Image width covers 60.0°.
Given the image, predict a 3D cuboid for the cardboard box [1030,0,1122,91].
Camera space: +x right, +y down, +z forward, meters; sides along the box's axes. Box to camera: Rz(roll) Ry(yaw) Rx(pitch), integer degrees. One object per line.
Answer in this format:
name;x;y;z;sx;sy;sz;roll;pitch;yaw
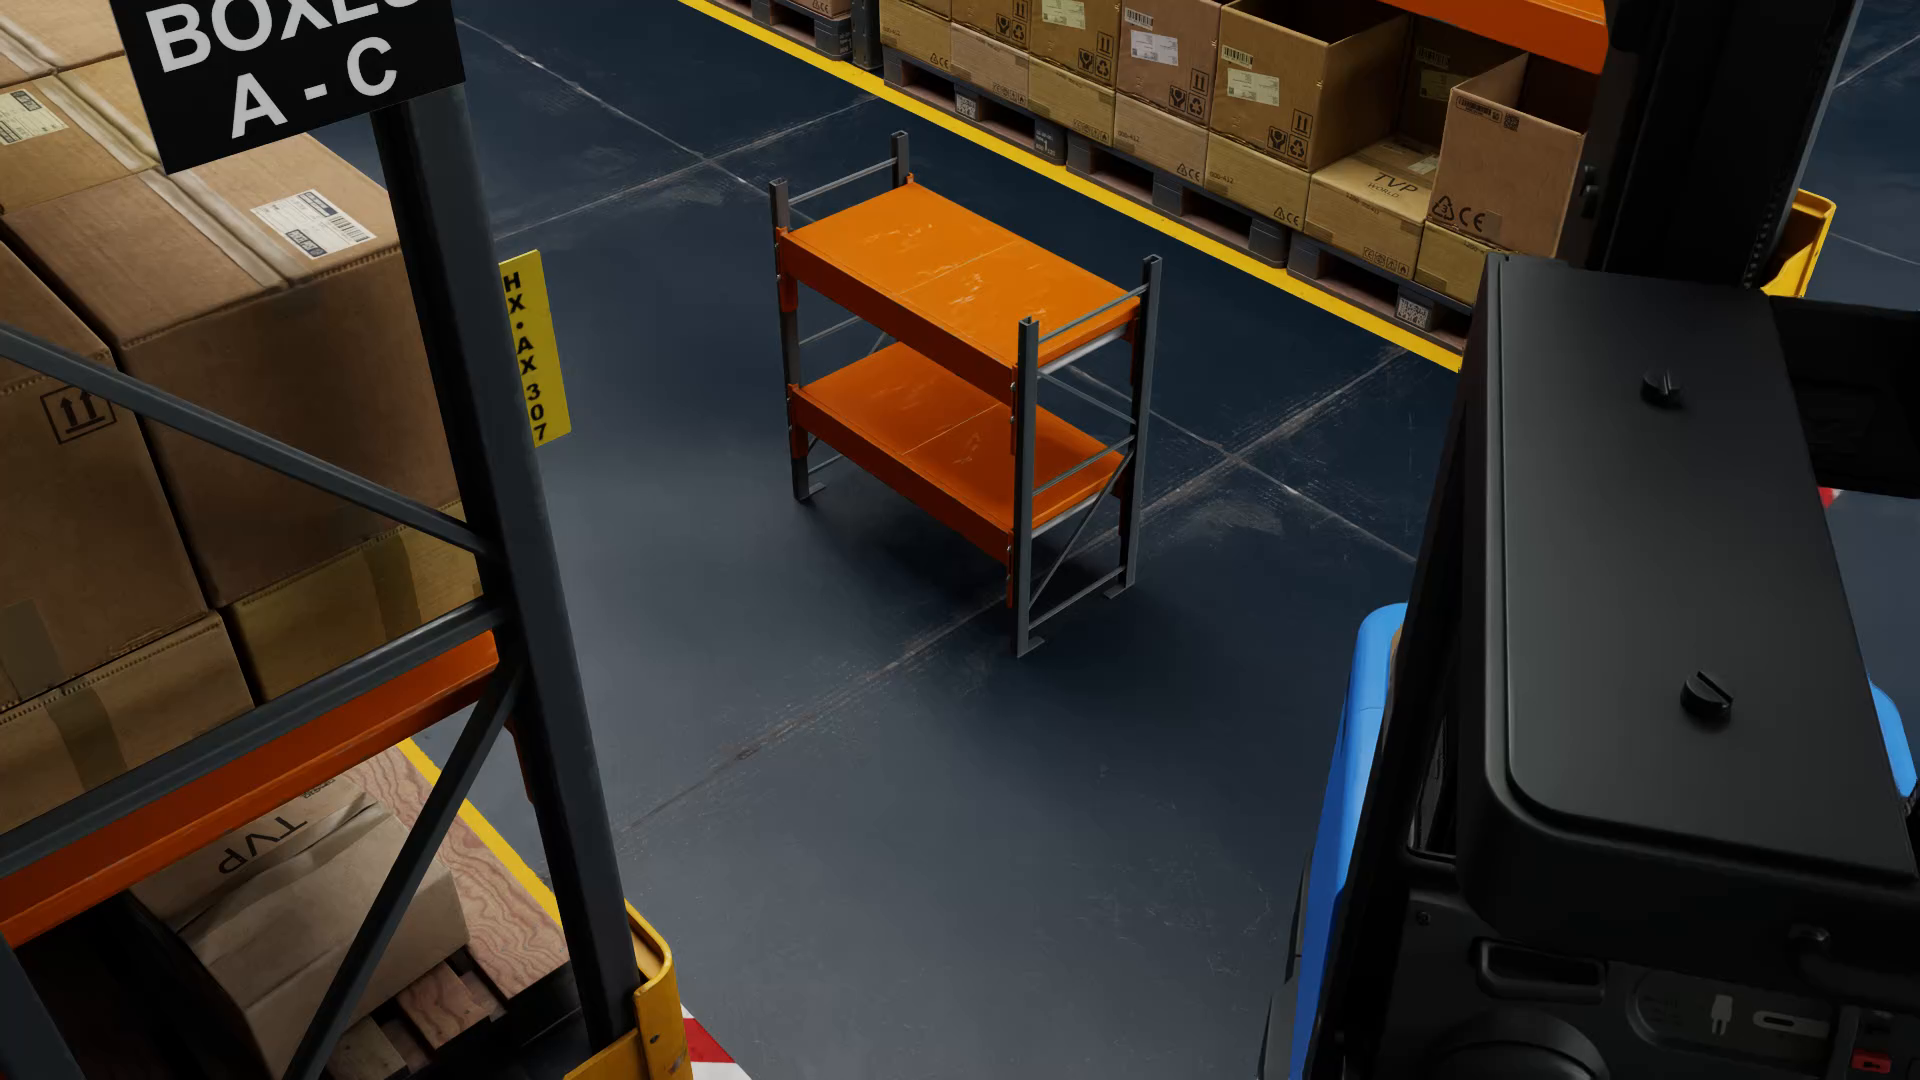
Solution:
cardboard box;0.644;-2.245;6.900;0.500;0.500;0.500;-30;48;-32

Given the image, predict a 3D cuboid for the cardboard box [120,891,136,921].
cardboard box;-1.843;0.540;3.983;0.500;0.311;0.500;-26;46;-28

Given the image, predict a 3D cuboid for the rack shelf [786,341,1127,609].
rack shelf;-0.005;-0.251;5.054;0.538;0.278;1.000;-30;48;-32

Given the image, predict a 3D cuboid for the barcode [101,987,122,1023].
barcode;-1.765;0.962;3.454;0.001;0.075;0.075;-30;48;-32

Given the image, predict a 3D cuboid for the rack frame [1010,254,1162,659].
rack frame;0.339;-0.205;4.609;0.500;1.125;0.032;-30;48;-32

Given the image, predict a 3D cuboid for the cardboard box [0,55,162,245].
cardboard box;-1.484;-0.535;3.032;0.500;0.500;0.500;-30;48;-32

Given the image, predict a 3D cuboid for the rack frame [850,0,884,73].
rack frame;-0.115;-3.670;7.407;1.000;3.000;0.127;-30;48;-32

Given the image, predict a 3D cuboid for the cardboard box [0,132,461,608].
cardboard box;-1.157;-0.302;2.743;0.500;0.500;0.500;-30;48;-32

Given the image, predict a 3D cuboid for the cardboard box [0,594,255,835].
cardboard box;-1.515;0.205;2.713;0.500;0.250;0.500;-29;47;-31

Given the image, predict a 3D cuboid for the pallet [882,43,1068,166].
pallet;0.392;-2.200;7.805;1.003;0.211;1.213;-30;48;-32

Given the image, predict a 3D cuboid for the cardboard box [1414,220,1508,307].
cardboard box;2.010;-1.035;5.999;0.500;0.250;0.500;-30;48;-32

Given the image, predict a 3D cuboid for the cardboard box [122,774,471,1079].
cardboard box;-1.458;0.804;3.657;0.500;0.311;0.500;29;47;31

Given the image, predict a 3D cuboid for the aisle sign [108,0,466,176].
aisle sign;-0.786;-0.818;1.806;0.394;0.787;0.004;-30;48;-32

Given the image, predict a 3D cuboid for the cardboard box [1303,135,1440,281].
cardboard box;1.663;-1.262;6.279;0.500;0.250;0.500;-30;48;-32

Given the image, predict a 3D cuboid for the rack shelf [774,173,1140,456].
rack shelf;-0.005;-0.668;4.717;0.538;0.278;1.000;-30;48;-32

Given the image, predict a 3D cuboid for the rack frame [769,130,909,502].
rack frame;-0.348;-0.676;5.192;0.500;1.125;0.032;-30;48;-32

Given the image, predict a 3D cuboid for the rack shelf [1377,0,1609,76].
rack shelf;1.238;-2.465;6.487;1.077;0.370;4.000;-30;48;-32

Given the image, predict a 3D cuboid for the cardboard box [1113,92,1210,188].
cardboard box;0.987;-1.724;6.852;0.500;0.250;0.500;-30;48;-32

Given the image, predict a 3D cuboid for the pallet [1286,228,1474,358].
pallet;2.042;-1.070;6.407;1.003;0.211;1.213;-30;48;-32

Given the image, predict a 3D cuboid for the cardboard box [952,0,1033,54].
cardboard box;0.312;-2.480;7.190;0.500;0.500;0.500;-30;48;-32

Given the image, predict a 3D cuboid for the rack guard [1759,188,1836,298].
rack guard;2.607;-0.835;5.886;1.175;0.500;0.348;-30;48;-32

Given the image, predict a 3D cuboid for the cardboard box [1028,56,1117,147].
cardboard box;0.644;-1.953;7.135;0.500;0.250;0.500;-30;48;-32

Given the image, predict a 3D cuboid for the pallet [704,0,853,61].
pallet;-0.642;-2.910;8.685;1.003;0.211;1.213;-30;48;-32

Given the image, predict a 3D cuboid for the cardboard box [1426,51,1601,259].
cardboard box;2.008;-1.326;5.762;0.500;0.500;0.500;-30;48;-32

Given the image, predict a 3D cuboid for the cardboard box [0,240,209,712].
cardboard box;-1.531;-0.081;2.470;0.500;0.500;0.500;-31;48;-32

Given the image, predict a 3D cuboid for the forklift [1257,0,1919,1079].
forklift;0.972;0.780;1.952;1.130;2.935;3.031;9;40;11

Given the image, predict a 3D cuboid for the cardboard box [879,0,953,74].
cardboard box;-0.025;-2.420;7.714;0.500;0.250;0.500;-30;48;-32

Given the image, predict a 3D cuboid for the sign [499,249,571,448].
sign;-0.656;-0.280;2.520;0.100;0.325;0.005;-30;48;-32

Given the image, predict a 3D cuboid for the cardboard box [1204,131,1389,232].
cardboard box;1.324;-1.492;6.564;0.500;0.250;0.500;-30;48;-32

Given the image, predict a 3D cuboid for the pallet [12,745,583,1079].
pallet;-1.631;0.947;3.910;1.003;0.211;1.213;-30;48;-32

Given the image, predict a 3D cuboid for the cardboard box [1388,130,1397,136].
cardboard box;1.713;-1.717;6.842;0.500;0.250;0.500;-30;48;-32

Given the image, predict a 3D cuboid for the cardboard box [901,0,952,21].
cardboard box;-0.032;-2.708;7.473;0.500;0.500;0.500;-30;48;-32

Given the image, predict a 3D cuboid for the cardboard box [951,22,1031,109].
cardboard box;0.310;-2.187;7.424;0.500;0.250;0.500;-30;48;-32

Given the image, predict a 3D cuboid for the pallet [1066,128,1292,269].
pallet;1.221;-1.635;7.106;1.003;0.211;1.213;-30;48;-32

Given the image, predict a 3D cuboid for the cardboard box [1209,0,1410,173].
cardboard box;1.321;-1.783;6.327;0.500;0.500;0.500;-30;48;-32

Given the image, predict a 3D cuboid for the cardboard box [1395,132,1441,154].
cardboard box;2.051;-1.485;6.556;0.500;0.250;0.500;-30;48;-32

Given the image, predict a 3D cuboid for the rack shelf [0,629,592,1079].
rack shelf;-2.409;-0.358;3.878;1.077;0.370;4.000;-30;48;-32

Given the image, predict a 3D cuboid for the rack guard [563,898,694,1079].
rack guard;-1.107;1.225;3.335;1.175;0.500;0.348;-30;48;-32

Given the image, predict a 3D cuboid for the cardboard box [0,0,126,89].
cardboard box;-1.829;-0.777;3.331;0.500;0.500;0.500;-32;49;-33

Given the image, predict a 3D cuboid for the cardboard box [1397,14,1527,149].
cardboard box;2.052;-1.778;6.321;0.500;0.500;0.500;-30;48;-32

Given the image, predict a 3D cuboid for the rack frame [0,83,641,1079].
rack frame;-1.056;0.288;2.506;1.000;3.000;0.127;-30;48;-32

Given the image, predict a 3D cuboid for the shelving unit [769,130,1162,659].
shelving unit;-0.005;-0.441;4.900;0.538;1.125;1.048;-30;48;-32

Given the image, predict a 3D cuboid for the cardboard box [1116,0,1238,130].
cardboard box;0.984;-2.015;6.614;0.500;0.500;0.500;-30;48;-32

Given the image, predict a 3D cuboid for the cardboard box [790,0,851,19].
cardboard box;-0.609;-2.833;8.224;0.500;0.250;0.500;-30;48;-32

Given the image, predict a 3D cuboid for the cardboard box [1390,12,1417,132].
cardboard box;1.704;-2.004;6.601;0.500;0.500;0.500;-30;48;-32

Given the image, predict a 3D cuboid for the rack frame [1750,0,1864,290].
rack frame;2.590;-1.819;5.115;1.000;3.000;0.127;-30;48;-32

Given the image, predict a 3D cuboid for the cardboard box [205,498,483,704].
cardboard box;-1.152;-0.022;2.994;0.500;0.250;0.500;-31;48;-33
